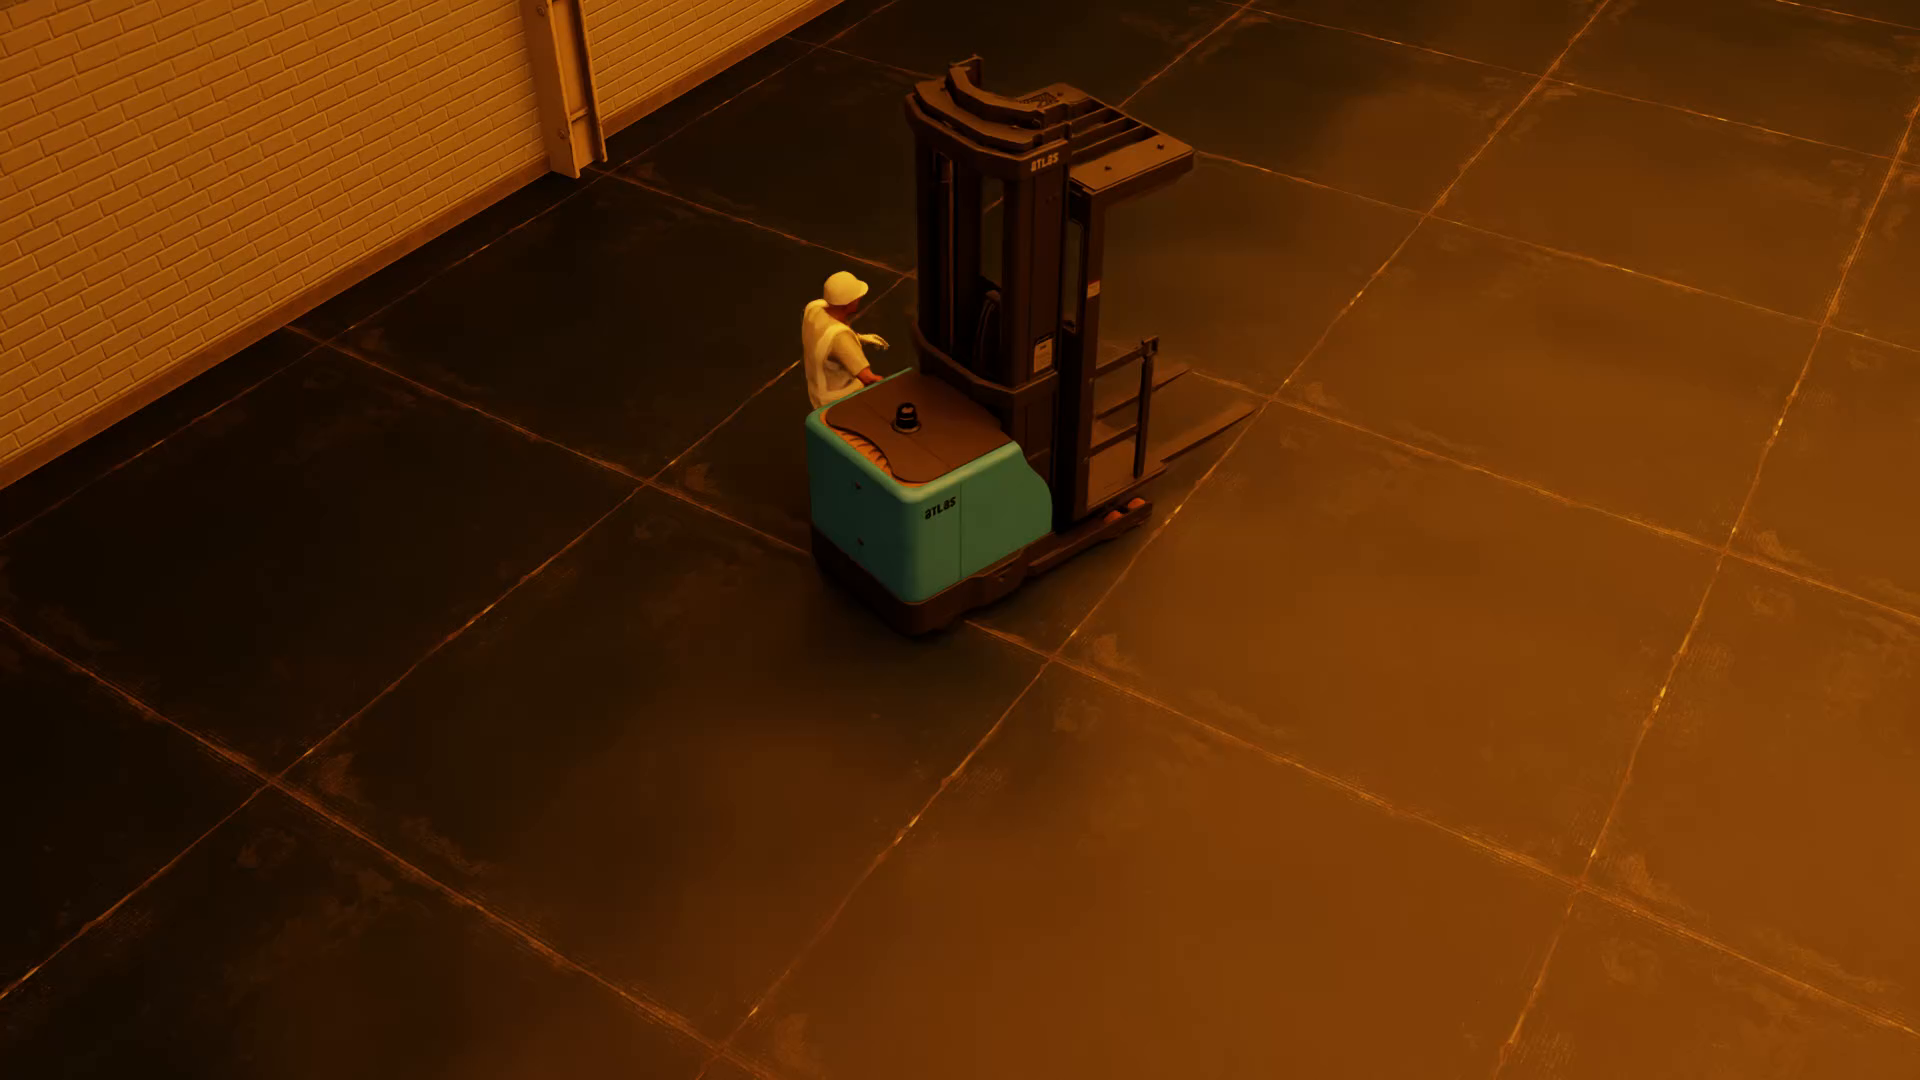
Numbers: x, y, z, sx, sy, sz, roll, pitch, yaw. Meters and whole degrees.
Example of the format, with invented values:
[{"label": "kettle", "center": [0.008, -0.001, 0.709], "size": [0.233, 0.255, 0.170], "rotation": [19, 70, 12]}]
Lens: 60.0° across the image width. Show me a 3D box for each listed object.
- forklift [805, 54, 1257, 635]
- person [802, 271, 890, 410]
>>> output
[{"label": "forklift", "center": [0.569, -1.371, 9.585], "size": [3.031, 2.935, 1.130], "rotation": [-28, 48, -29]}, {"label": "person", "center": [-0.494, -1.007, 10.281], "size": [0.913, 1.567, 0.846], "rotation": [-19, 44, -21]}]
